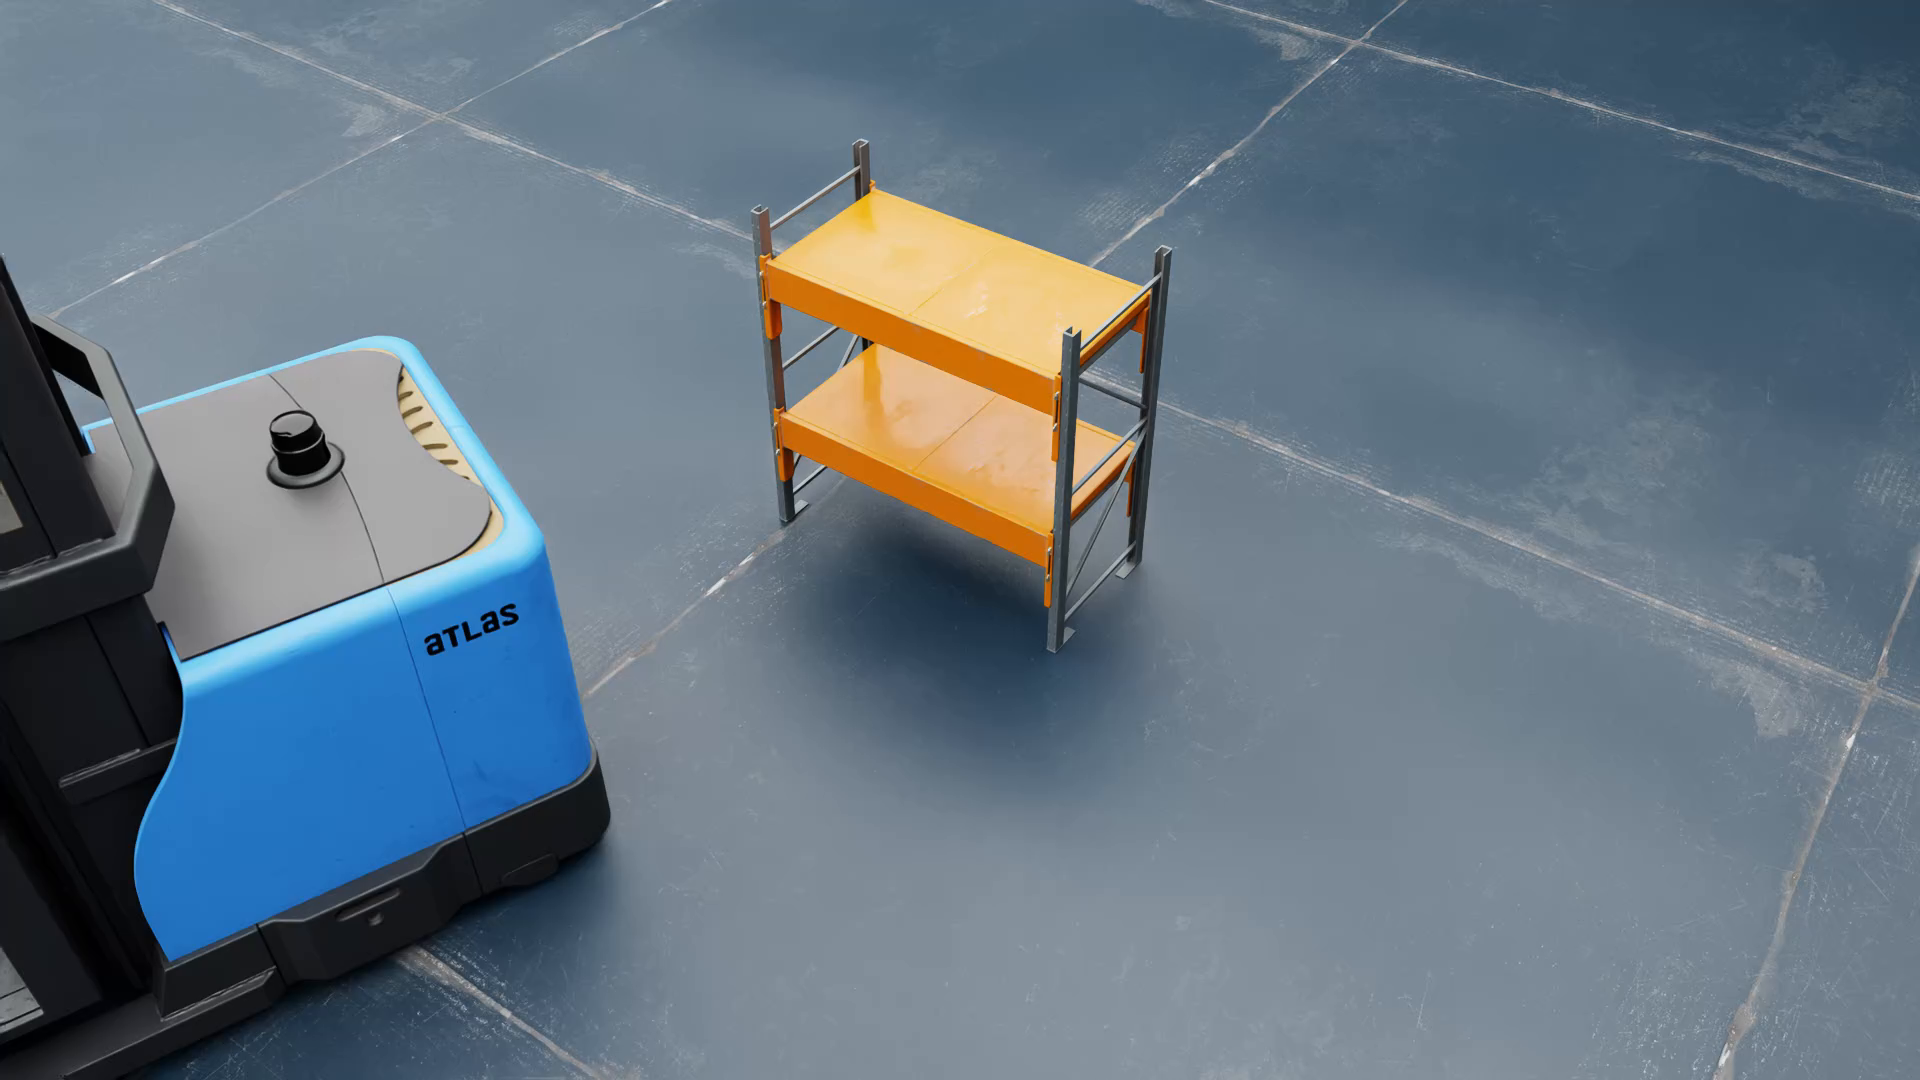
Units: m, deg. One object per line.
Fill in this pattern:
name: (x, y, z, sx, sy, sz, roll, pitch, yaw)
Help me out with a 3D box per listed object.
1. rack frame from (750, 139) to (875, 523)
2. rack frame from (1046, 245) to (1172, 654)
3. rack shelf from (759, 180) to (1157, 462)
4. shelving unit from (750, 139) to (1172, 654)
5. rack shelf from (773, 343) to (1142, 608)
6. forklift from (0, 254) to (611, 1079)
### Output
rack frame: (-0.422, -0.616, 5.095, 0.032, 1.125, 0.500, 25, 48, 25)
rack frame: (0.411, -0.227, 4.660, 0.032, 1.125, 0.500, 25, 48, 25)
rack shelf: (-0.006, -0.640, 4.683, 1.000, 0.278, 0.538, 25, 48, 25)
shelving unit: (-0.006, -0.422, 4.878, 1.048, 1.125, 0.538, 25, 48, 25)
rack shelf: (-0.006, -0.240, 5.041, 1.000, 0.278, 0.538, 25, 48, 25)
forklift: (-2.428, -0.038, 3.095, 3.031, 2.935, 1.130, -23, 47, -24)
